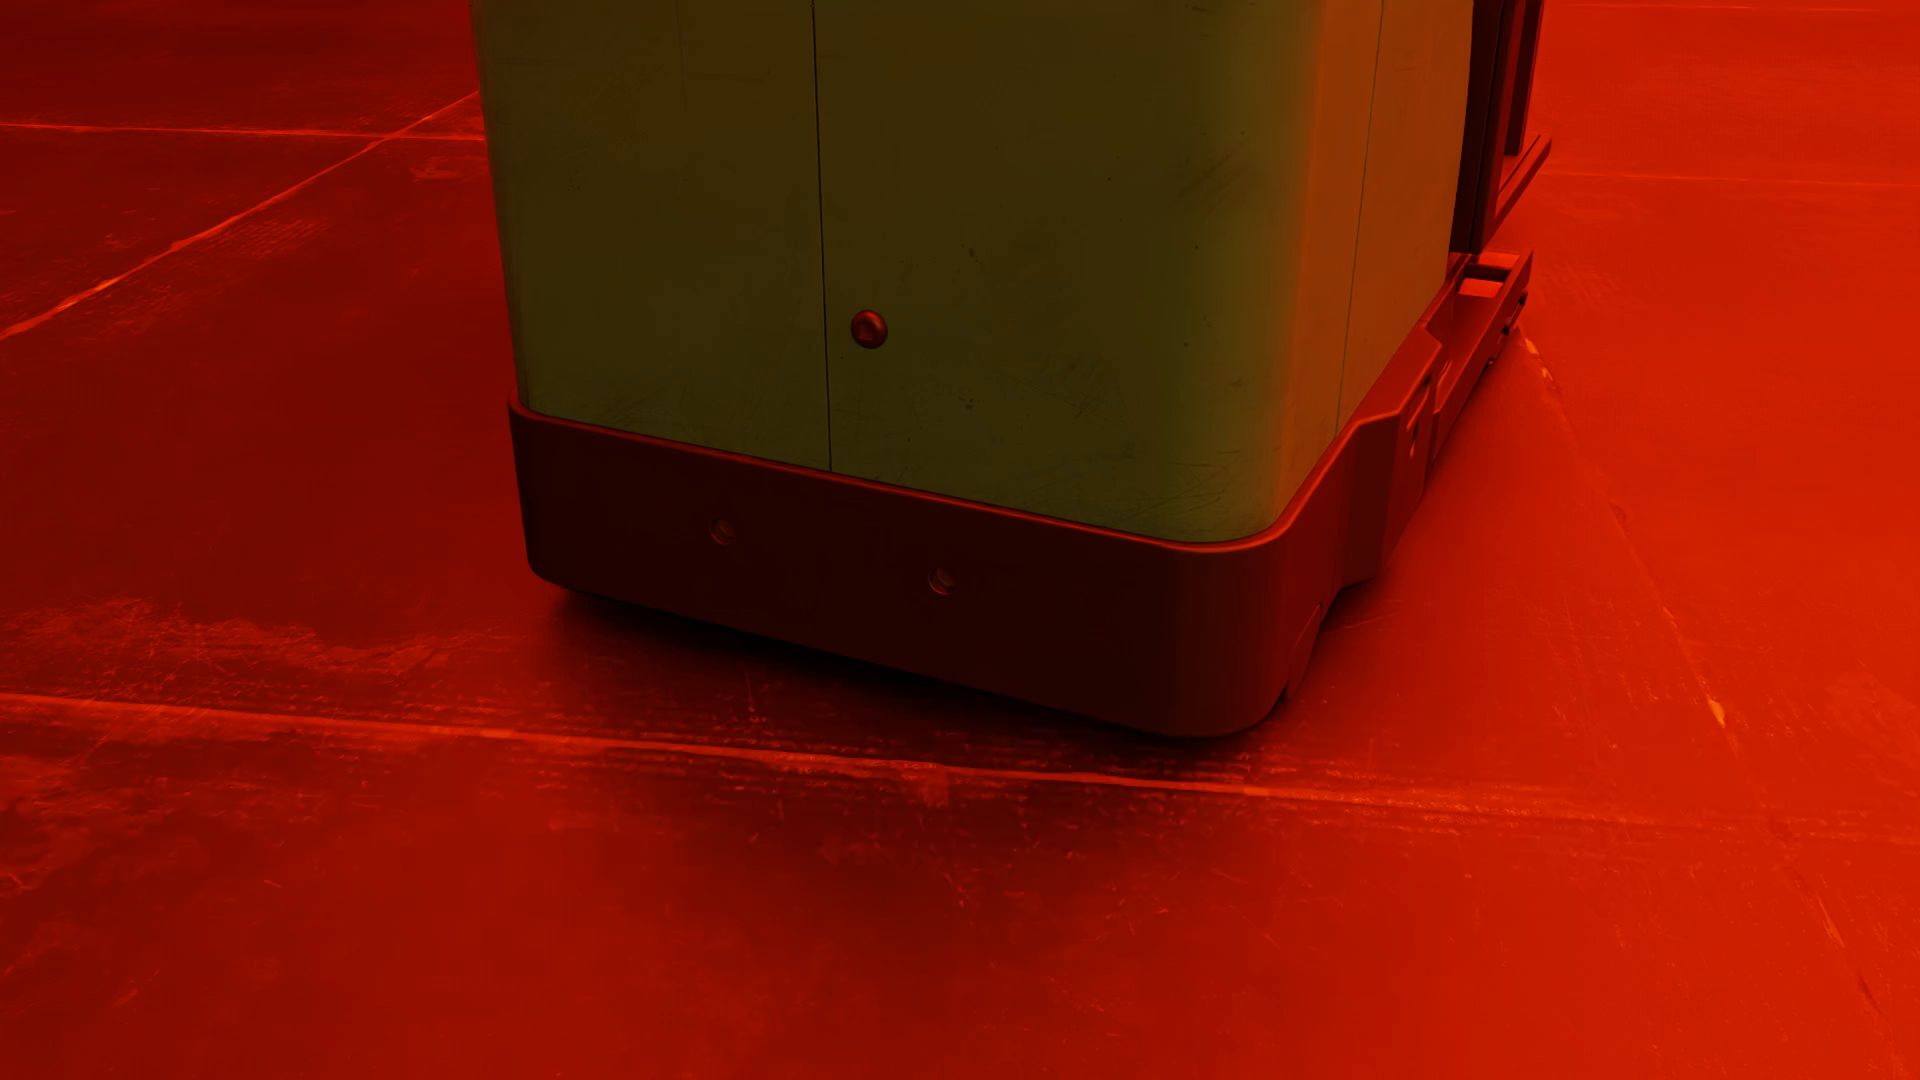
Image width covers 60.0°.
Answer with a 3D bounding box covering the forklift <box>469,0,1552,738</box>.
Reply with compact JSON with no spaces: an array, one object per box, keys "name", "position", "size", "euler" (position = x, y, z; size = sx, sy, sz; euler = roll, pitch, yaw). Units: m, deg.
[{"name":"forklift","position":[0.493,-1.717,2.658],"size":[1.130,2.935,3.031],"euler":[12,29,23]}]
